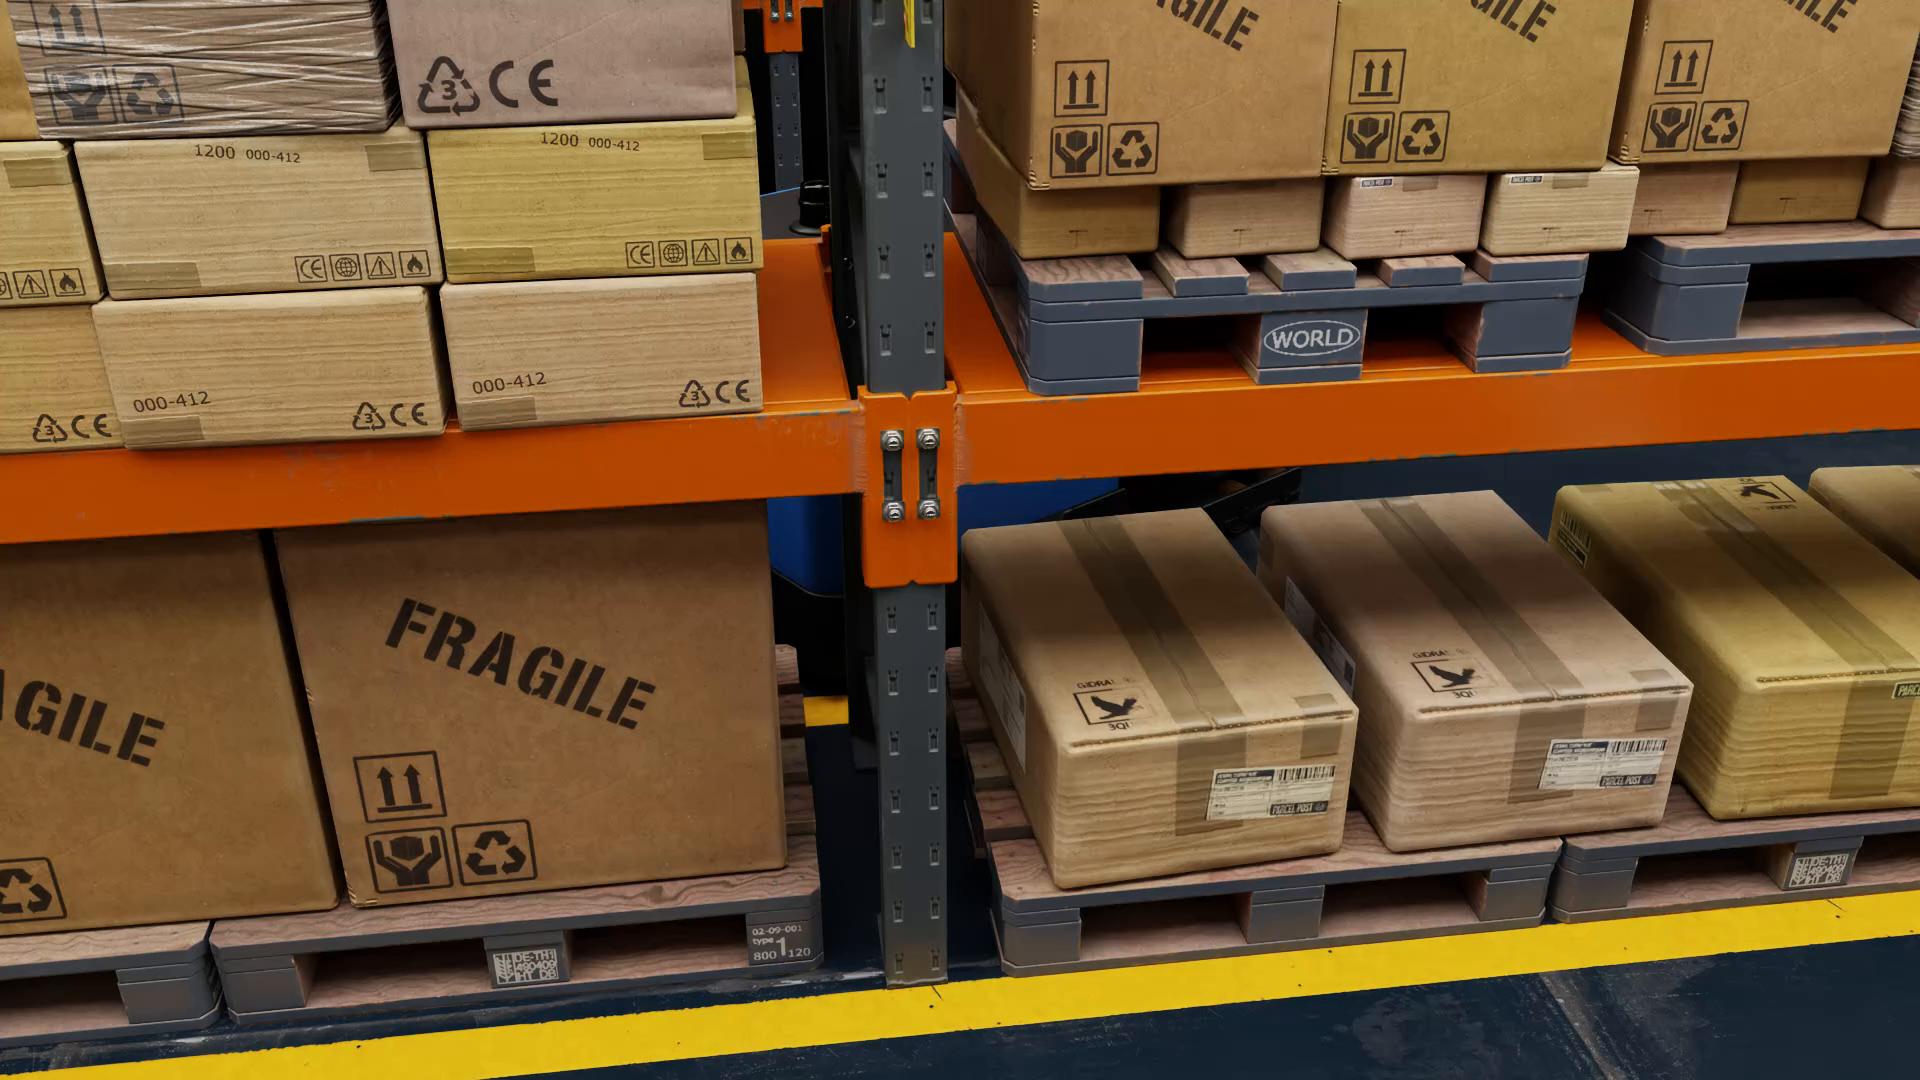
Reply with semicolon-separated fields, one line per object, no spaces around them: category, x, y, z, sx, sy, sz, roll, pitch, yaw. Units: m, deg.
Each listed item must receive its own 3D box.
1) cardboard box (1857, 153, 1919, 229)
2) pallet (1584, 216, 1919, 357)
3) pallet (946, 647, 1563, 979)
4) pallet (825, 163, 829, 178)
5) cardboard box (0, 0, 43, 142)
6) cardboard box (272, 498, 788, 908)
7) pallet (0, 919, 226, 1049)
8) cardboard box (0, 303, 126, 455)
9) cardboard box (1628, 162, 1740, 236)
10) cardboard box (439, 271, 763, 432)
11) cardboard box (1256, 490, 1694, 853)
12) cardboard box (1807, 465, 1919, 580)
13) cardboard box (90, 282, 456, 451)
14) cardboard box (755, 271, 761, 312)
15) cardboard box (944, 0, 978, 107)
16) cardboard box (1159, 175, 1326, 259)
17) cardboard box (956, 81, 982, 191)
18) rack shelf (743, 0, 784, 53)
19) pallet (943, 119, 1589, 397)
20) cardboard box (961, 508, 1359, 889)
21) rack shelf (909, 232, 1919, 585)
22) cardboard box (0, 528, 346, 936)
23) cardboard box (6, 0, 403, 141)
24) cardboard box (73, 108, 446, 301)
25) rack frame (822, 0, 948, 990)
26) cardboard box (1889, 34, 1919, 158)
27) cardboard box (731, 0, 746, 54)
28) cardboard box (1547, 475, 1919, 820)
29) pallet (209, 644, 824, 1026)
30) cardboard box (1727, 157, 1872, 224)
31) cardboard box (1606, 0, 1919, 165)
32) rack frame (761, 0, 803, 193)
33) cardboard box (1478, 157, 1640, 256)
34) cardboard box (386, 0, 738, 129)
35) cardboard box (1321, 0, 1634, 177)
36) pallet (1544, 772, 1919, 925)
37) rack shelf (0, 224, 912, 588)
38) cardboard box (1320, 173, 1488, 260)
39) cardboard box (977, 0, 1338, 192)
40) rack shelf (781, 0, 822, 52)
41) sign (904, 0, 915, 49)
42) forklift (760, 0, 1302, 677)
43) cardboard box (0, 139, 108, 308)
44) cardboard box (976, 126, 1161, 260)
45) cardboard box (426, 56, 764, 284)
cardboard box;1.797;-0.727;3.196;0.250;0.149;0.380;-3;27;-5
pallet;1.797;-0.693;3.526;1.213;0.211;1.003;-4;27;-7
pallet;0.616;0.557;3.933;1.213;0.211;1.003;-4;27;-7
pallet;-0.032;-1.672;8.277;1.213;0.211;1.003;-4;27;-7
cardboard box;-1.633;-0.908;2.528;0.500;0.500;0.500;-4;27;-7
cardboard box;-0.853;0.131;3.577;0.875;0.875;0.875;-4;27;-8
pallet;-2.154;0.699;3.657;1.213;0.211;1.003;-4;27;-7
cardboard box;-1.627;-0.354;2.818;0.500;0.250;0.500;-4;27;-8
cardboard box;1.255;-0.704;3.152;0.250;0.149;0.380;-2;27;-4
cardboard box;-0.622;-0.418;2.943;0.500;0.250;0.500;-5;28;-9
cardboard box;1.133;0.266;3.864;0.625;0.372;0.950;-4;27;-8
cardboard box;2.573;0.175;4.041;0.625;0.372;0.950;-2;27;-4
cardboard box;-1.126;-0.378;2.866;0.500;0.250;0.500;-3;27;-6
cardboard box;-0.677;-0.650;3.396;0.500;0.250;0.500;-4;27;-8
cardboard box;0.254;-1.153;3.315;0.500;0.500;0.500;-4;27;-9
cardboard box;0.475;-0.649;3.044;0.250;0.149;0.380;-5;28;-10
cardboard box;0.134;-0.837;3.410;0.250;0.149;0.380;-3;27;-5
rack shelf;-2.833;-2.431;7.489;4.000;0.370;1.077;-4;27;-7
pallet;0.533;-0.642;3.426;1.003;0.211;1.213;-4;27;-7
cardboard box;0.403;0.317;3.766;0.625;0.372;0.950;-5;28;-11
rack shelf;1.823;-0.441;3.613;4.000;0.370;1.077;-4;27;-7
cardboard box;-1.737;0.185;3.470;0.875;0.875;0.875;-3;27;-6
cardboard box;-1.140;-0.936;2.584;0.500;0.500;0.500;-3;27;-6
cardboard box;-1.109;-0.610;2.770;0.500;0.250;0.500;-4;27;-8
rack frame;-0.158;-0.634;3.200;0.127;3.000;1.000;-4;27;-7
cardboard box;1.857;-1.023;3.063;0.500;0.500;0.500;-5;28;-9
cardboard box;-0.680;-1.203;3.104;0.500;0.500;0.500;-5;28;-9
cardboard box;1.885;0.220;3.953;0.625;0.372;0.950;-3;27;-5
pallet;-0.949;0.622;3.806;1.213;0.211;1.003;-4;27;-7
cardboard box;1.529;-0.740;3.221;0.250;0.149;0.380;-3;27;-5
cardboard box;1.360;-0.995;3.008;0.500;0.500;0.500;-3;27;-6
rack frame;-0.853;-2.878;7.573;0.127;3.000;1.000;-4;27;-7
cardboard box;1.027;-0.653;3.053;0.250;0.149;0.380;-4;27;-7
cardboard box;-0.633;-0.972;2.655;0.500;0.500;0.500;-4;27;-9
cardboard box;0.835;-0.958;2.937;0.500;0.500;0.500;-2;27;-4
pallet;1.822;0.481;4.081;1.213;0.211;1.003;-4;27;-7
rack shelf;-2.138;-0.187;3.117;4.000;0.370;1.077;-4;27;-7
cardboard box;0.752;-0.645;3.037;0.250;0.149;0.380;-5;28;-10
cardboard box;0.320;-0.922;2.866;0.500;0.500;0.500;-4;27;-9
rack shelf;1.128;-2.685;7.985;4.000;0.370;1.077;-4;27;-7
sign;-0.077;-0.899;2.447;0.005;0.325;0.100;-4;27;-7
forklift;0.476;-1.489;4.941;3.031;2.935;1.130;-21;34;-35
cardboard box;-1.613;-0.568;2.688;0.500;0.250;0.500;-4;27;-8
cardboard box;0.190;-0.646;3.038;0.250;0.149;0.380;-5;28;-10
cardboard box;-0.602;-0.644;2.837;0.500;0.250;0.500;-4;27;-7
